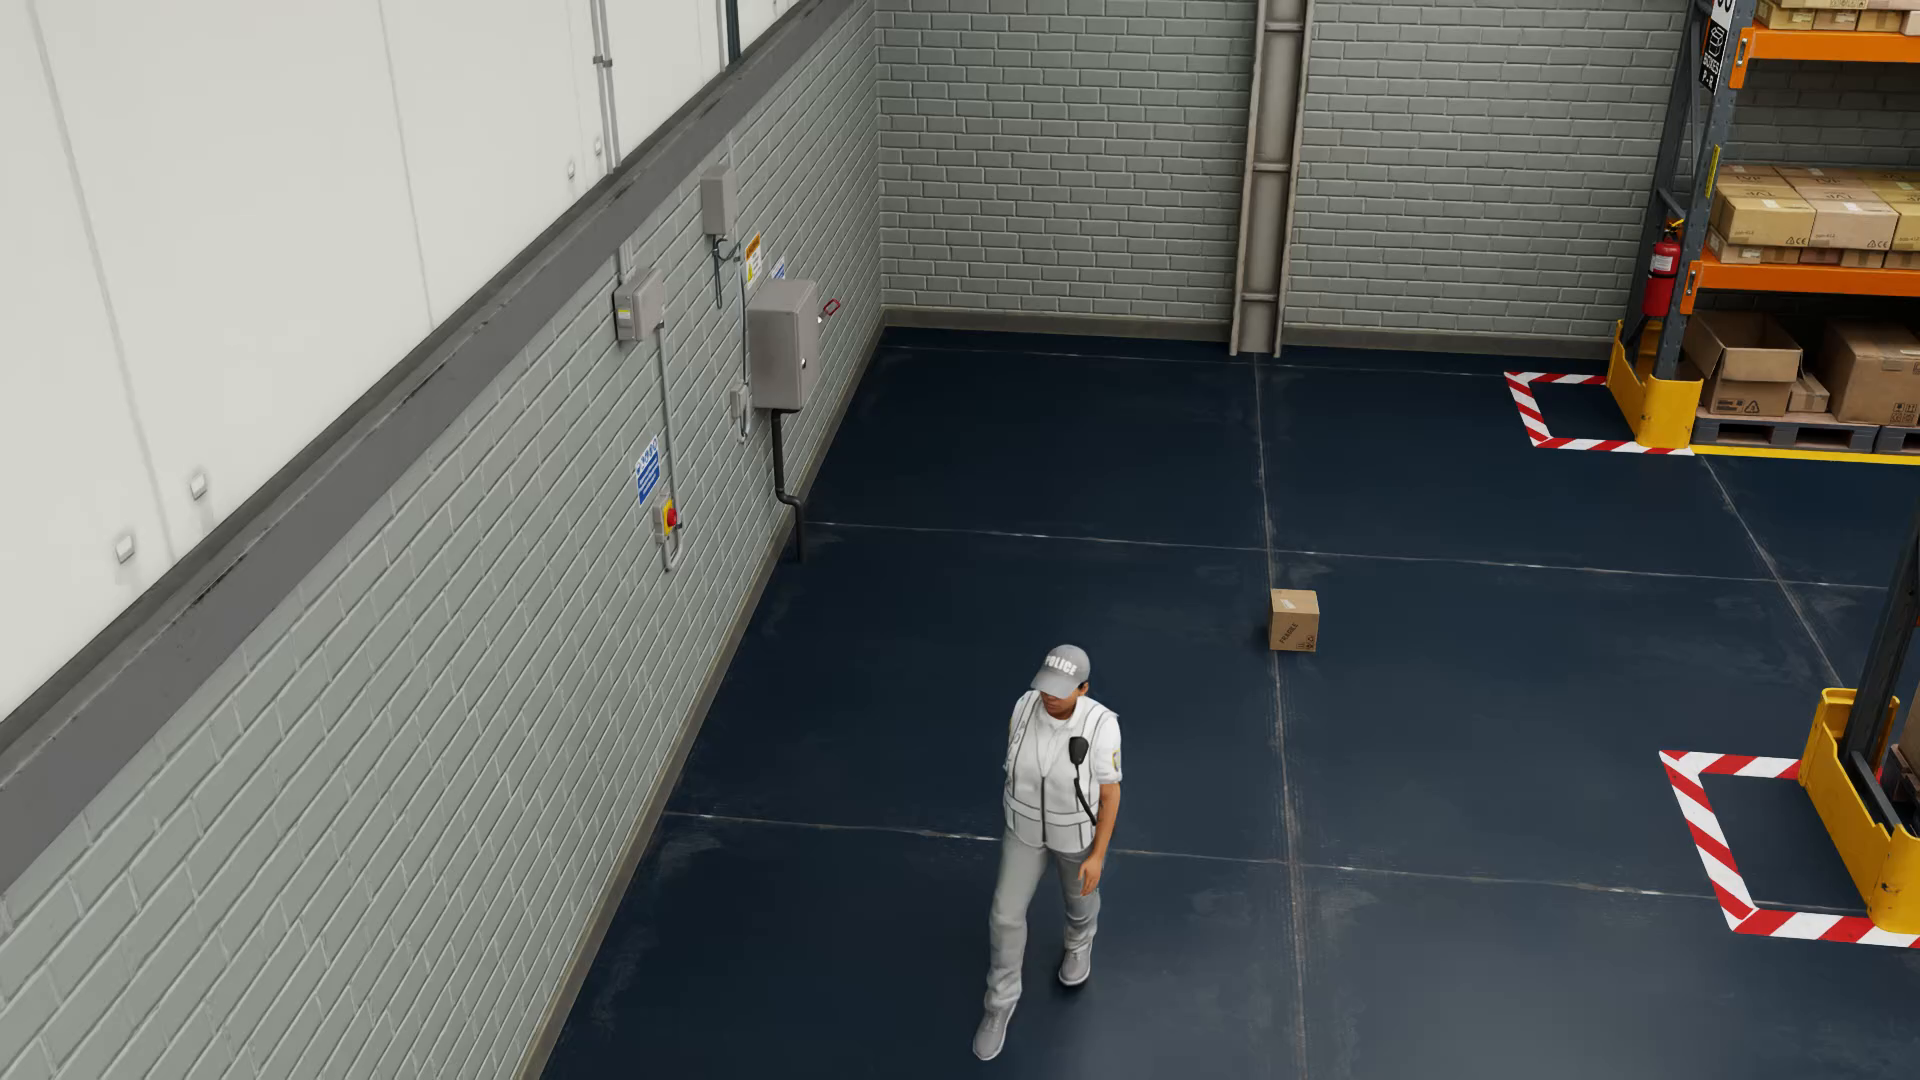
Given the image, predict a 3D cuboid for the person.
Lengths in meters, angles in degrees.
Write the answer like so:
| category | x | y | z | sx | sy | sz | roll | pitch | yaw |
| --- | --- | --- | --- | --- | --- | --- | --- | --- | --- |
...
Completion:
| category | x | y | z | sx | sy | sz | roll | pitch | yaw |
| --- | --- | --- | --- | --- | --- | --- | --- | --- | --- |
| person | 0.360 | 1.184 | 6.452 | 0.489 | 1.683 | 0.764 | 10 | 30 | 18 |
